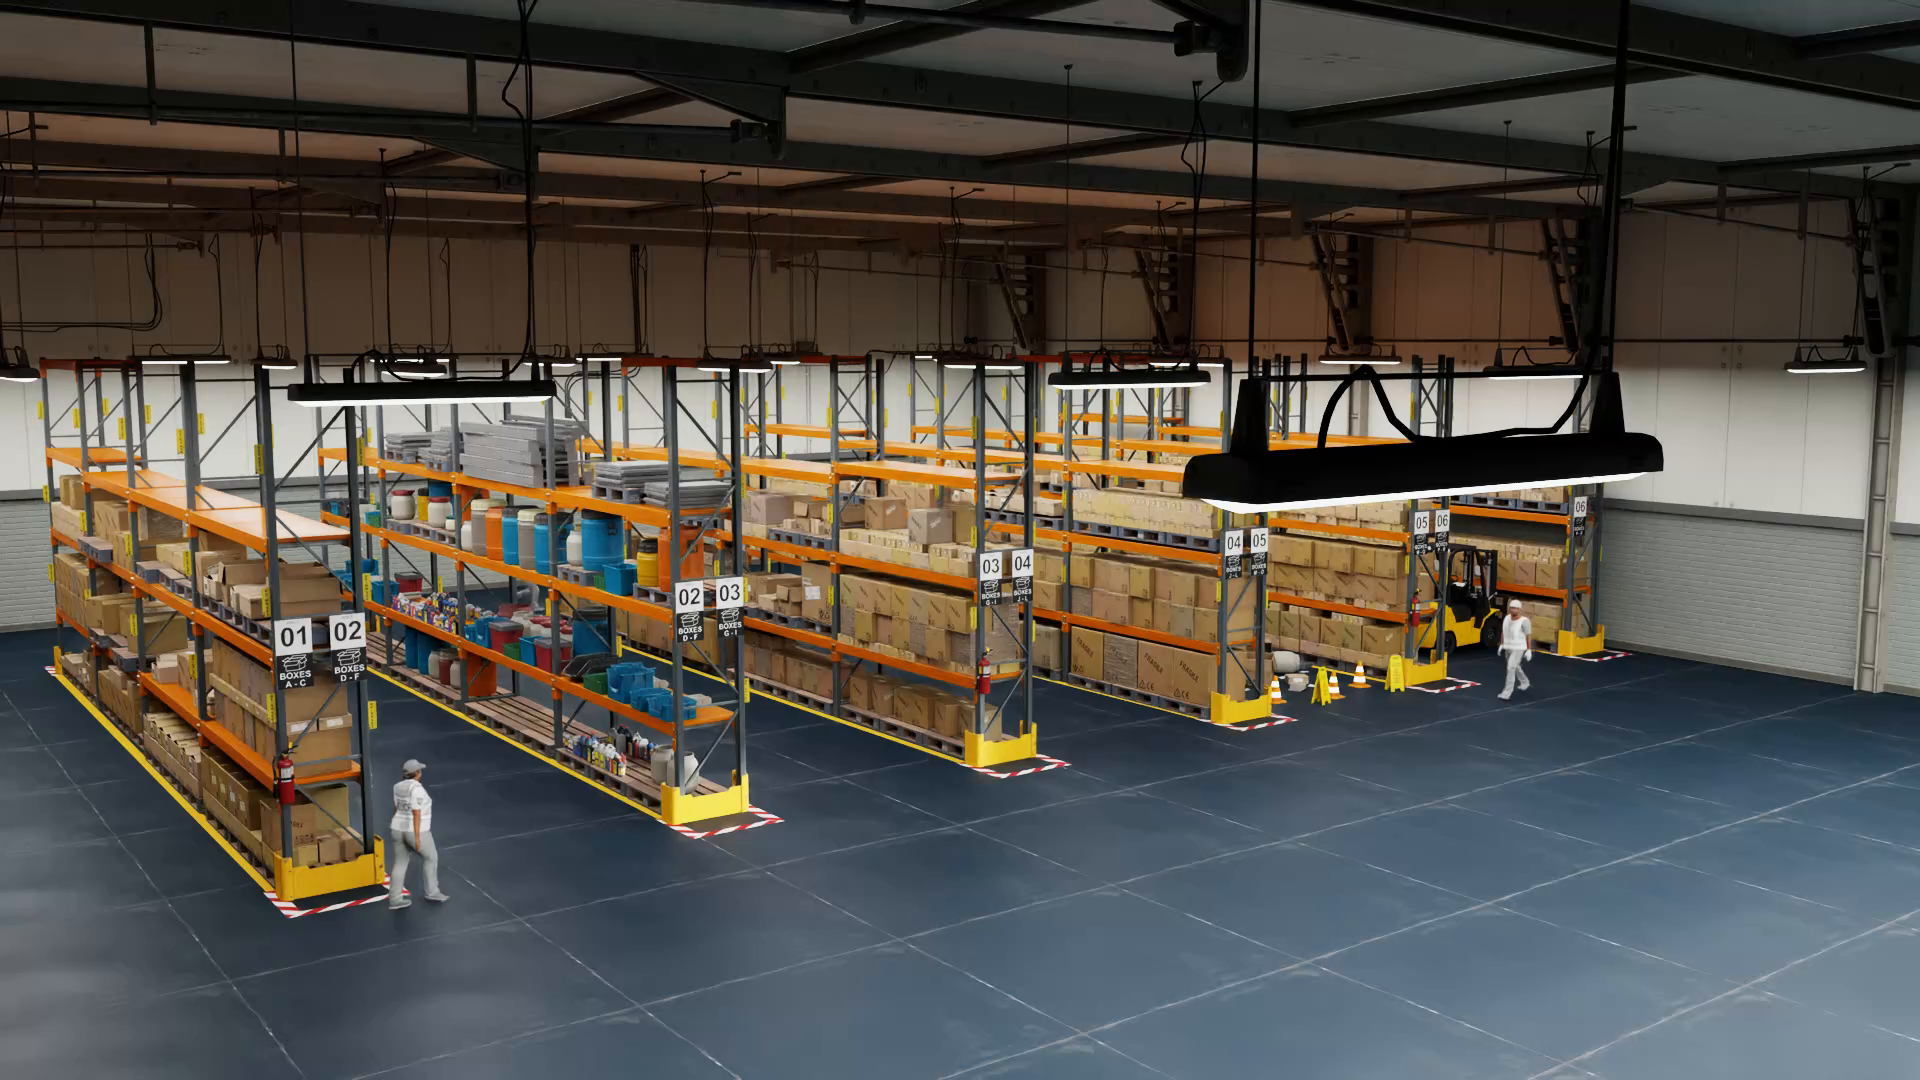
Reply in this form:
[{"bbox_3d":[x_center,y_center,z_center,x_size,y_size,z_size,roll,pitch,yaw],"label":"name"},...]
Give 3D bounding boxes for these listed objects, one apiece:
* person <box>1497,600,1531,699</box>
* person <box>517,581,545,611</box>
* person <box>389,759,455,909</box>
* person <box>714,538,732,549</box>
[{"bbox_3d":[9.842,1.925,29.495,1.036,1.748,0.552,-5,8,-34],"label":"person"},{"bbox_3d":[-10.103,0.781,38.954,0.797,1.750,0.529,0,7,2],"label":"person"},{"bbox_3d":[-6.142,3.287,18.690,0.490,1.659,0.793,3,7,23],"label":"person"},{"bbox_3d":[-6.097,0.310,43.137,0.553,1.662,1.105,0,7,-1],"label":"person"}]
